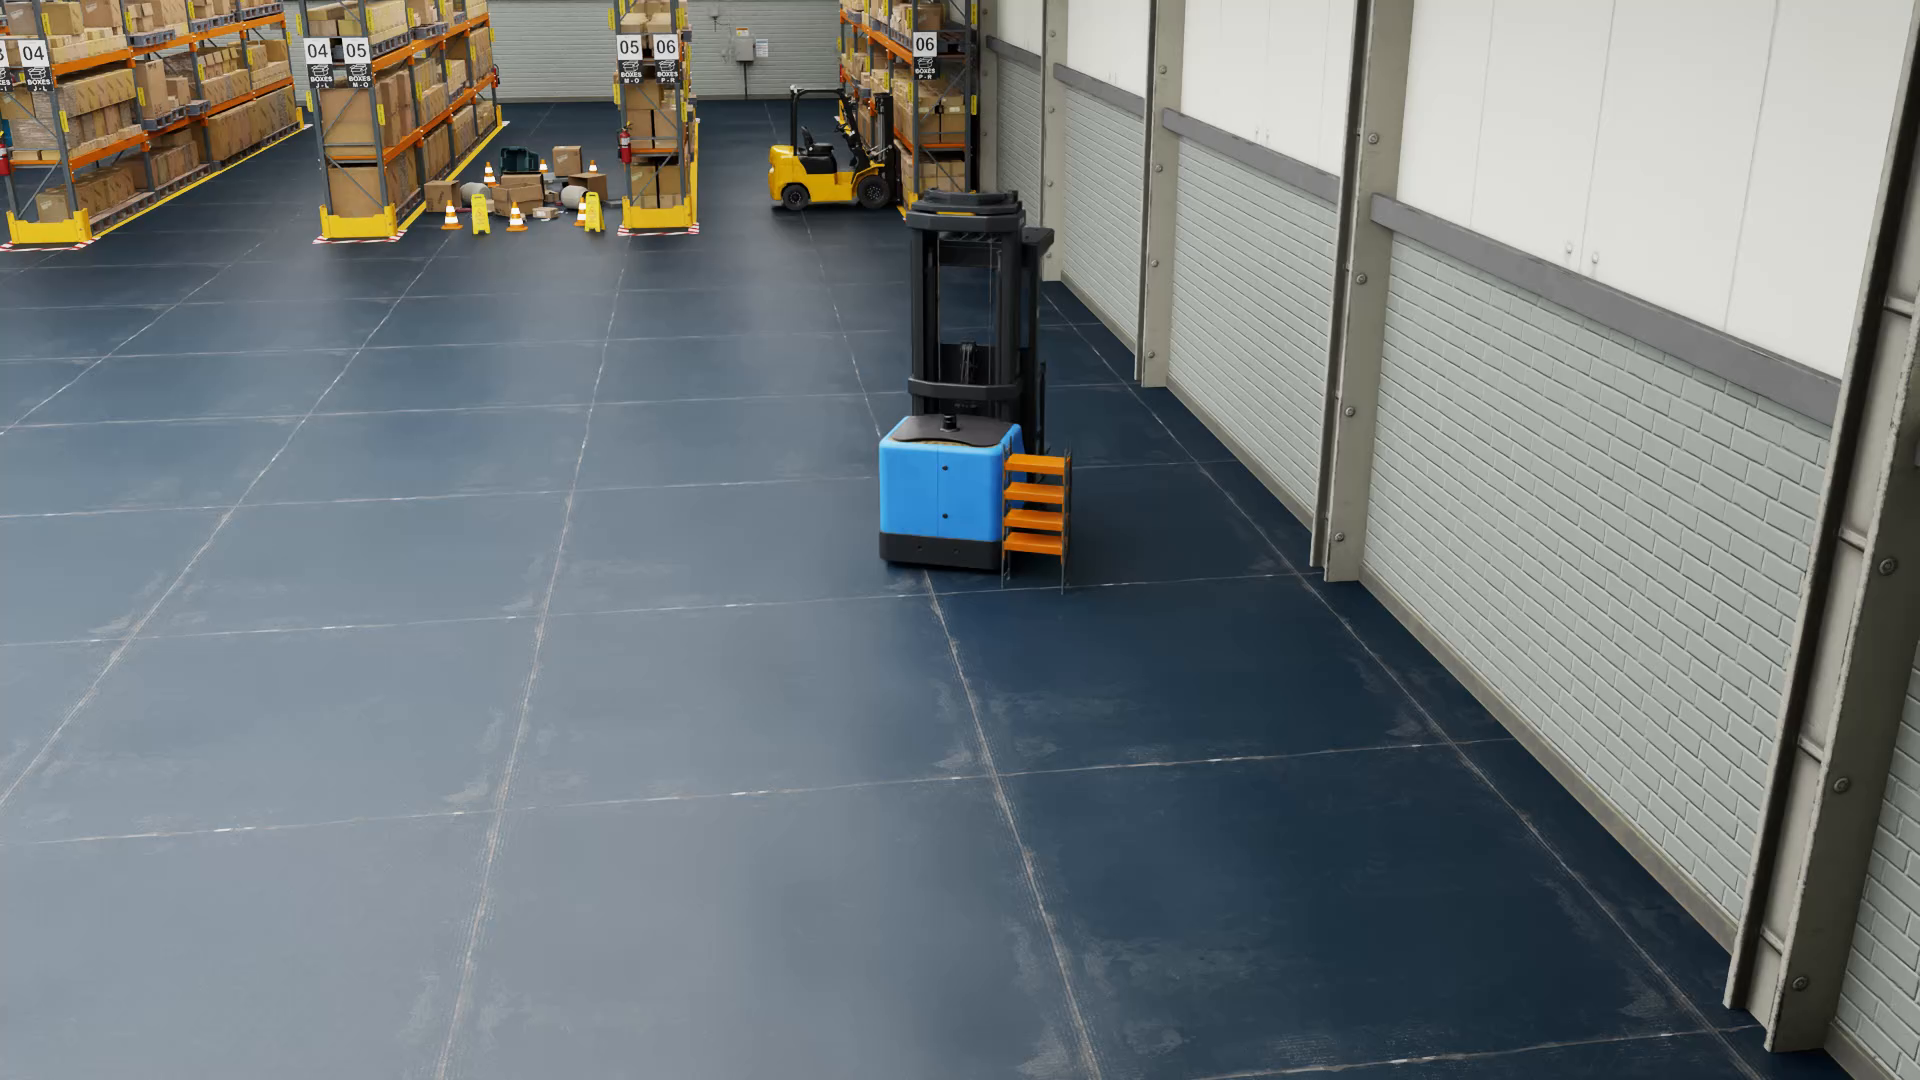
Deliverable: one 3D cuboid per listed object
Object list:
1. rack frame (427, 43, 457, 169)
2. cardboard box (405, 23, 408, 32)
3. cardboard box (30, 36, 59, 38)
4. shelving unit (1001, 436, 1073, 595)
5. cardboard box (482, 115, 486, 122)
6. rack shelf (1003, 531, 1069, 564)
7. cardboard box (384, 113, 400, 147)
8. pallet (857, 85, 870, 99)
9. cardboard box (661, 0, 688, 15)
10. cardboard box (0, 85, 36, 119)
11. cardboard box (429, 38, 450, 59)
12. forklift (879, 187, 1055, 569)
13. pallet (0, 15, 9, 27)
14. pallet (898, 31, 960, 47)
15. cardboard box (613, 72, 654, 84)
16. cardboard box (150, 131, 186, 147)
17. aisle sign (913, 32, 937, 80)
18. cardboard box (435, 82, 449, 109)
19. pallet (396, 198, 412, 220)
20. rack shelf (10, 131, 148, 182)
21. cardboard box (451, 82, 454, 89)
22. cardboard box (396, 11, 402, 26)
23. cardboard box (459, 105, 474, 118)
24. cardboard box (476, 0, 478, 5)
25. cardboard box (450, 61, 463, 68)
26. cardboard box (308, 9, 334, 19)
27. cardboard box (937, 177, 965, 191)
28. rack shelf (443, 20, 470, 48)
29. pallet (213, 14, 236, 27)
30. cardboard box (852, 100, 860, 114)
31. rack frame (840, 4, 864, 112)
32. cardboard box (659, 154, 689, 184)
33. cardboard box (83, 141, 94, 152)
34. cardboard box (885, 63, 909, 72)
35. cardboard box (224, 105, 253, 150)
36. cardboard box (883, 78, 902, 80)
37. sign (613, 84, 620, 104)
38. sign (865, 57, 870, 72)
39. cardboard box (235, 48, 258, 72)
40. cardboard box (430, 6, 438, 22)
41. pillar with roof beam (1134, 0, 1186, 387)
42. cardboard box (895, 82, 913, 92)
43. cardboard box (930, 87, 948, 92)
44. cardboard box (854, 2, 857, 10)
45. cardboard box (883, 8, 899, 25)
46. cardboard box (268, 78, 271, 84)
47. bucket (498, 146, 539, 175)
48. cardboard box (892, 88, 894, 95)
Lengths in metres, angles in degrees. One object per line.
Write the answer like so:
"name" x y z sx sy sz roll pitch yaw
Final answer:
"rack frame" -11.264 -9.324 34.967 1.000 3.000 0.127 -3 21 -8
"cardboard box" -10.318 -9.360 30.392 0.380 0.149 0.250 -3 21 -8
"cardboard box" -14.944 -8.143 27.163 0.380 0.149 0.250 -3 21 -9
"shelving unit" 0.604 -0.193 13.091 0.503 1.200 0.258 6 21 14
"cardboard box" -11.798 -10.297 40.622 0.380 0.149 0.250 -3 21 -8
"rack shelf" 0.604 0.056 13.184 0.480 0.148 0.258 6 21 14
"cardboard box" -10.266 -7.140 28.905 0.875 0.550 0.550 -3 21 -8
"pallet" -1.636 -10.001 37.055 1.213 0.211 1.003 -3 21 -8
"cardboard box" -5.573 -10.384 32.418 0.500 0.250 0.500 -3 21 -9
"cardboard box" -15.357 -7.171 27.206 0.500 0.500 0.500 -3 21 -8
"cardboard box" -12.176 -11.512 38.829 0.500 0.500 0.500 -4 21 -10
"forklift" 0.188 -1.617 14.431 1.130 2.935 3.031 5 21 13
"pallet" -21.455 -11.294 36.224 1.213 0.211 1.003 -3 21 -8
"pallet" -0.571 -9.123 30.269 1.003 0.211 1.213 -3 21 -8
"cardboard box" -5.757 -8.006 29.441 0.700 0.500 0.500 -3 21 -8
"cardboard box" -15.974 -8.081 33.512 0.500 0.250 0.500 -1 20 -2
"aisle sign" -0.597 -8.270 28.431 0.394 0.787 0.004 -3 21 -8
"cardboard box" -10.933 -9.228 34.568 0.500 0.500 0.500 -3 21 -8
"pallet" -10.476 -5.942 29.898 1.003 0.211 1.213 -3 21 -8
"rack shelf" -15.322 -6.694 28.954 1.077 0.370 4.000 -3 21 -8
"cardboard box" -11.288 -9.939 36.374 0.380 0.149 0.250 -2 21 -6
"cardboard box" -10.289 -9.324 29.726 0.500 0.250 0.500 -3 21 -8
"cardboard box" -11.483 -9.840 38.251 0.500 0.250 0.500 -3 21 -9
"cardboard box" -11.891 -12.986 39.985 0.500 0.250 0.500 -4 21 -10
"cardboard box" -11.550 -10.844 37.946 0.380 0.149 0.250 -4 21 -9
"cardboard box" -10.529 -8.644 27.337 0.380 0.149 0.250 -3 21 -7
"cardboard box" -0.178 -6.406 29.770 0.500 0.250 0.500 -3 21 -7
"rack shelf" -11.552 -11.084 36.422 1.077 0.370 4.000 -3 21 -8
"pallet" -16.582 -11.494 36.764 0.805 0.209 1.217 -4 21 -10
"cardboard box" -2.393 -10.782 41.843 0.700 0.500 0.500 -4 21 -10
"rack frame" -2.622 -12.630 43.818 1.000 3.000 0.127 -3 21 -8
"cardboard box" -5.217 -6.755 30.346 0.500 0.500 0.500 -3 21 -7
"cardboard box" -14.962 -6.679 28.245 0.380 0.149 0.250 -3 21 -8
"cardboard box" -1.388 -10.290 36.810 0.500 0.500 0.500 -2 21 -5
"cardboard box" -16.521 -9.165 36.978 1.225 0.875 0.875 -4 21 -10
"cardboard box" -1.374 -9.374 34.031 0.380 0.149 0.250 -3 21 -7
"sign" -5.779 -7.508 27.998 0.100 0.325 0.005 -3 21 -8
"sign" -2.004 -10.335 36.132 0.100 0.325 0.005 -3 21 -8
"cardboard box" -16.579 -11.092 38.420 0.500 0.500 0.500 -3 21 -8
"cardboard box" -10.816 -10.584 33.438 0.500 0.311 0.500 -3 21 -8
"pillar with roof beam" -2.054 -5.815 16.998 9.100 9.000 0.400 -3 21 -8
"cardboard box" -1.031 -8.572 31.458 0.380 0.149 0.250 -2 21 -7
"cardboard box" -0.347 -8.244 30.581 0.380 0.149 0.250 -3 21 -7
"cardboard box" -2.218 -12.211 38.025 0.380 0.149 0.250 -2 21 -6
"cardboard box" -1.237 -10.320 32.732 0.500 0.311 0.500 -4 21 -9
"cardboard box" -16.664 -10.944 39.663 0.380 0.149 0.250 -3 21 -7
"bucket" -8.386 -7.186 31.751 0.726 0.611 0.620 4 11 11
"cardboard box" -1.106 -8.702 32.232 0.380 0.149 0.250 -3 21 -9
